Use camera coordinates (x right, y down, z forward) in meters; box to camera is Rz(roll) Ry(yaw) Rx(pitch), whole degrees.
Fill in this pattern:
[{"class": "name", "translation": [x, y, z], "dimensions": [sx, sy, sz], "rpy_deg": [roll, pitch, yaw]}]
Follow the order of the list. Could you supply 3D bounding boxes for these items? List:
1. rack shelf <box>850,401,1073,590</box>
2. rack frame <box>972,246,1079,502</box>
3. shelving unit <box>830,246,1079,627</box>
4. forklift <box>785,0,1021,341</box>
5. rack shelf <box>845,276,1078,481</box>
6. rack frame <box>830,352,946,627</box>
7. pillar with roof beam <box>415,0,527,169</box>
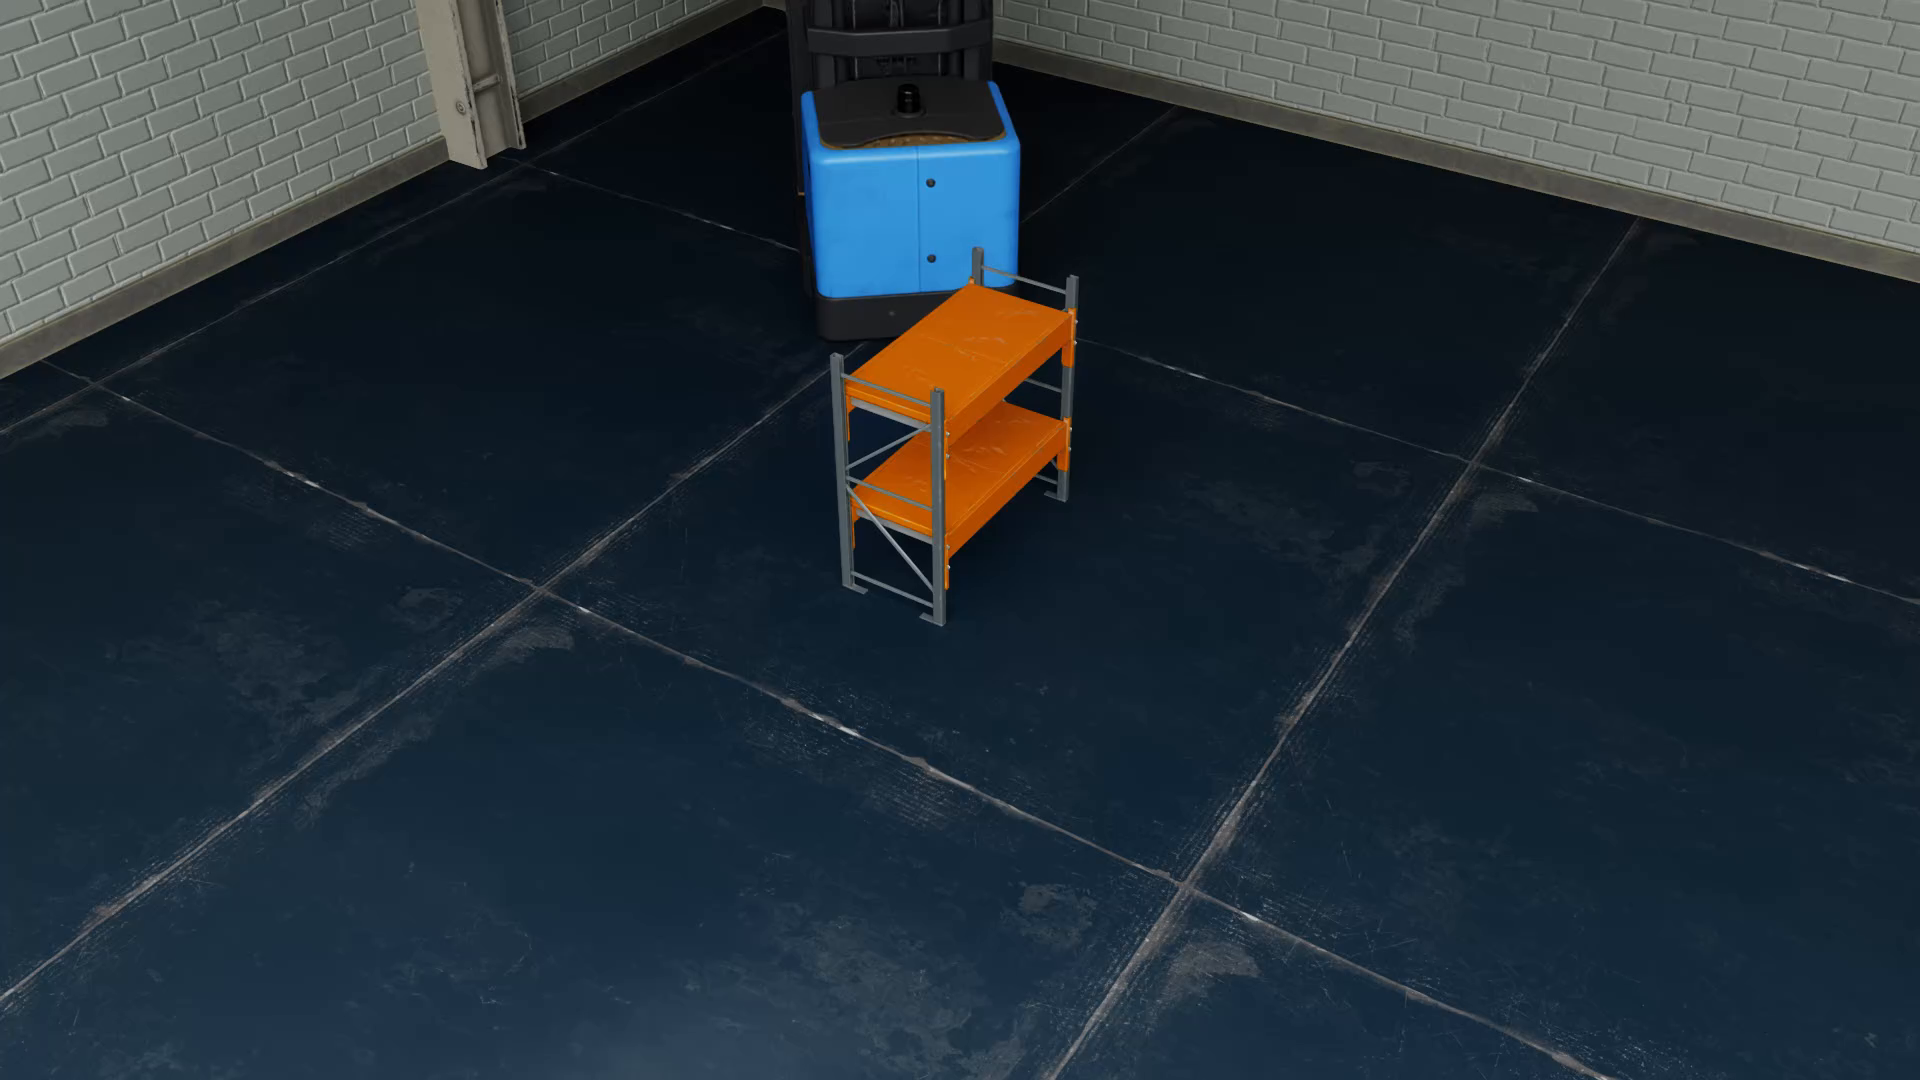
[{"class": "rack shelf", "translation": [-0.004, -0.248, 7.051], "dimensions": [0.538, 0.278, 1.000], "rpy_deg": [21, 42, 25]}, {"class": "rack frame", "translation": [0.269, -0.704, 7.242], "dimensions": [0.500, 1.125, 0.032], "rpy_deg": [21, 42, 25]}, {"class": "shelving unit", "translation": [-0.004, -0.442, 6.902], "dimensions": [0.538, 1.125, 1.048], "rpy_deg": [21, 42, 25]}, {"class": "forklift", "translation": [-0.402, -3.067, 8.827], "dimensions": [1.130, 2.935, 3.031], "rpy_deg": [-5, 38, -6]}, {"class": "rack shelf", "translation": [-0.004, -0.674, 6.723], "dimensions": [0.538, 0.278, 1.000], "rpy_deg": [21, 42, 25]}, {"class": "rack frame", "translation": [-0.276, -0.180, 6.562], "dimensions": [0.500, 1.125, 0.032], "rpy_deg": [21, 42, 25]}, {"class": "pillar with roof beam", "translation": [0.677, -4.579, 5.820], "dimensions": [9.100, 9.000, 0.400], "rpy_deg": [21, 42, 25]}]
